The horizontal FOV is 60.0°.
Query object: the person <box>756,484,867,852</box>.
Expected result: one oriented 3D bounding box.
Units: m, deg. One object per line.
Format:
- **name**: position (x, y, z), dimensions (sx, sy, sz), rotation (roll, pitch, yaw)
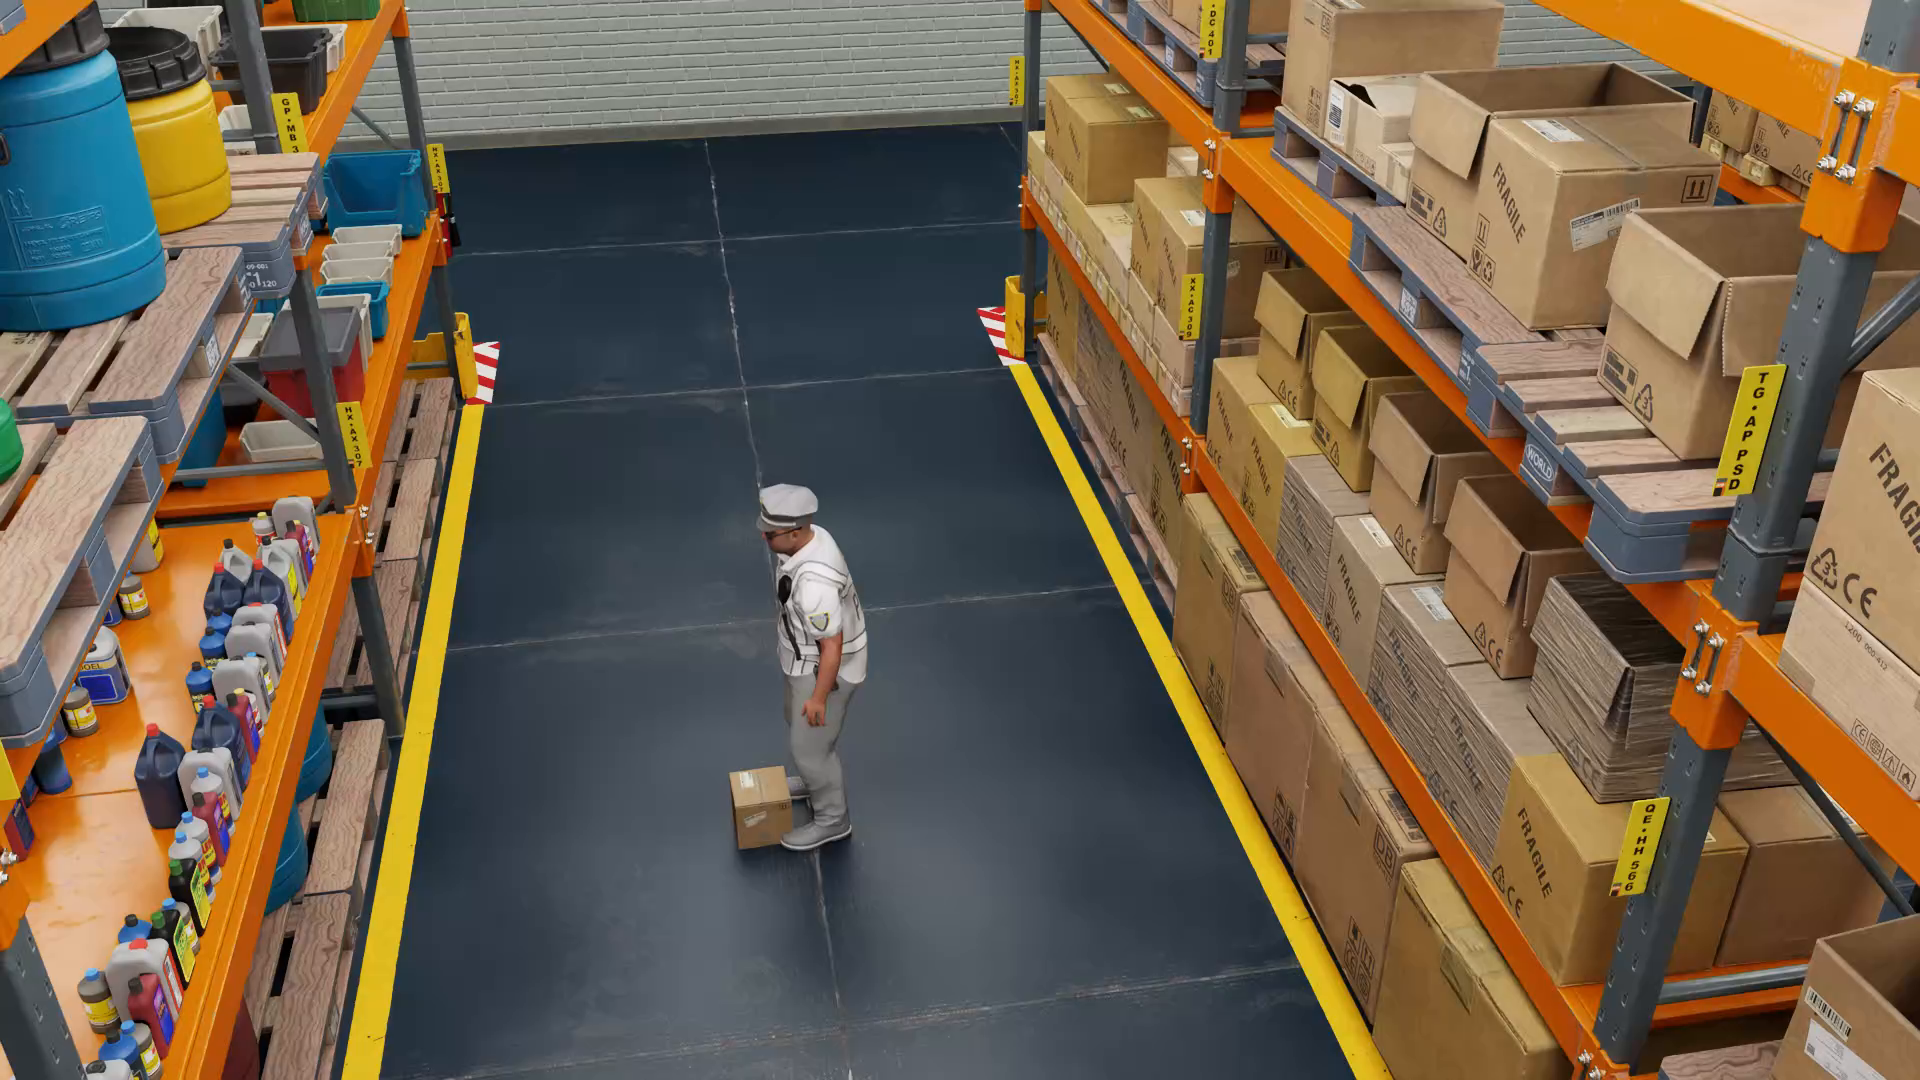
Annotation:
- **person**: position (-0.629, 0.537, 7.218), dimensions (0.437, 1.747, 0.603), rotation (-7, 31, -12)
